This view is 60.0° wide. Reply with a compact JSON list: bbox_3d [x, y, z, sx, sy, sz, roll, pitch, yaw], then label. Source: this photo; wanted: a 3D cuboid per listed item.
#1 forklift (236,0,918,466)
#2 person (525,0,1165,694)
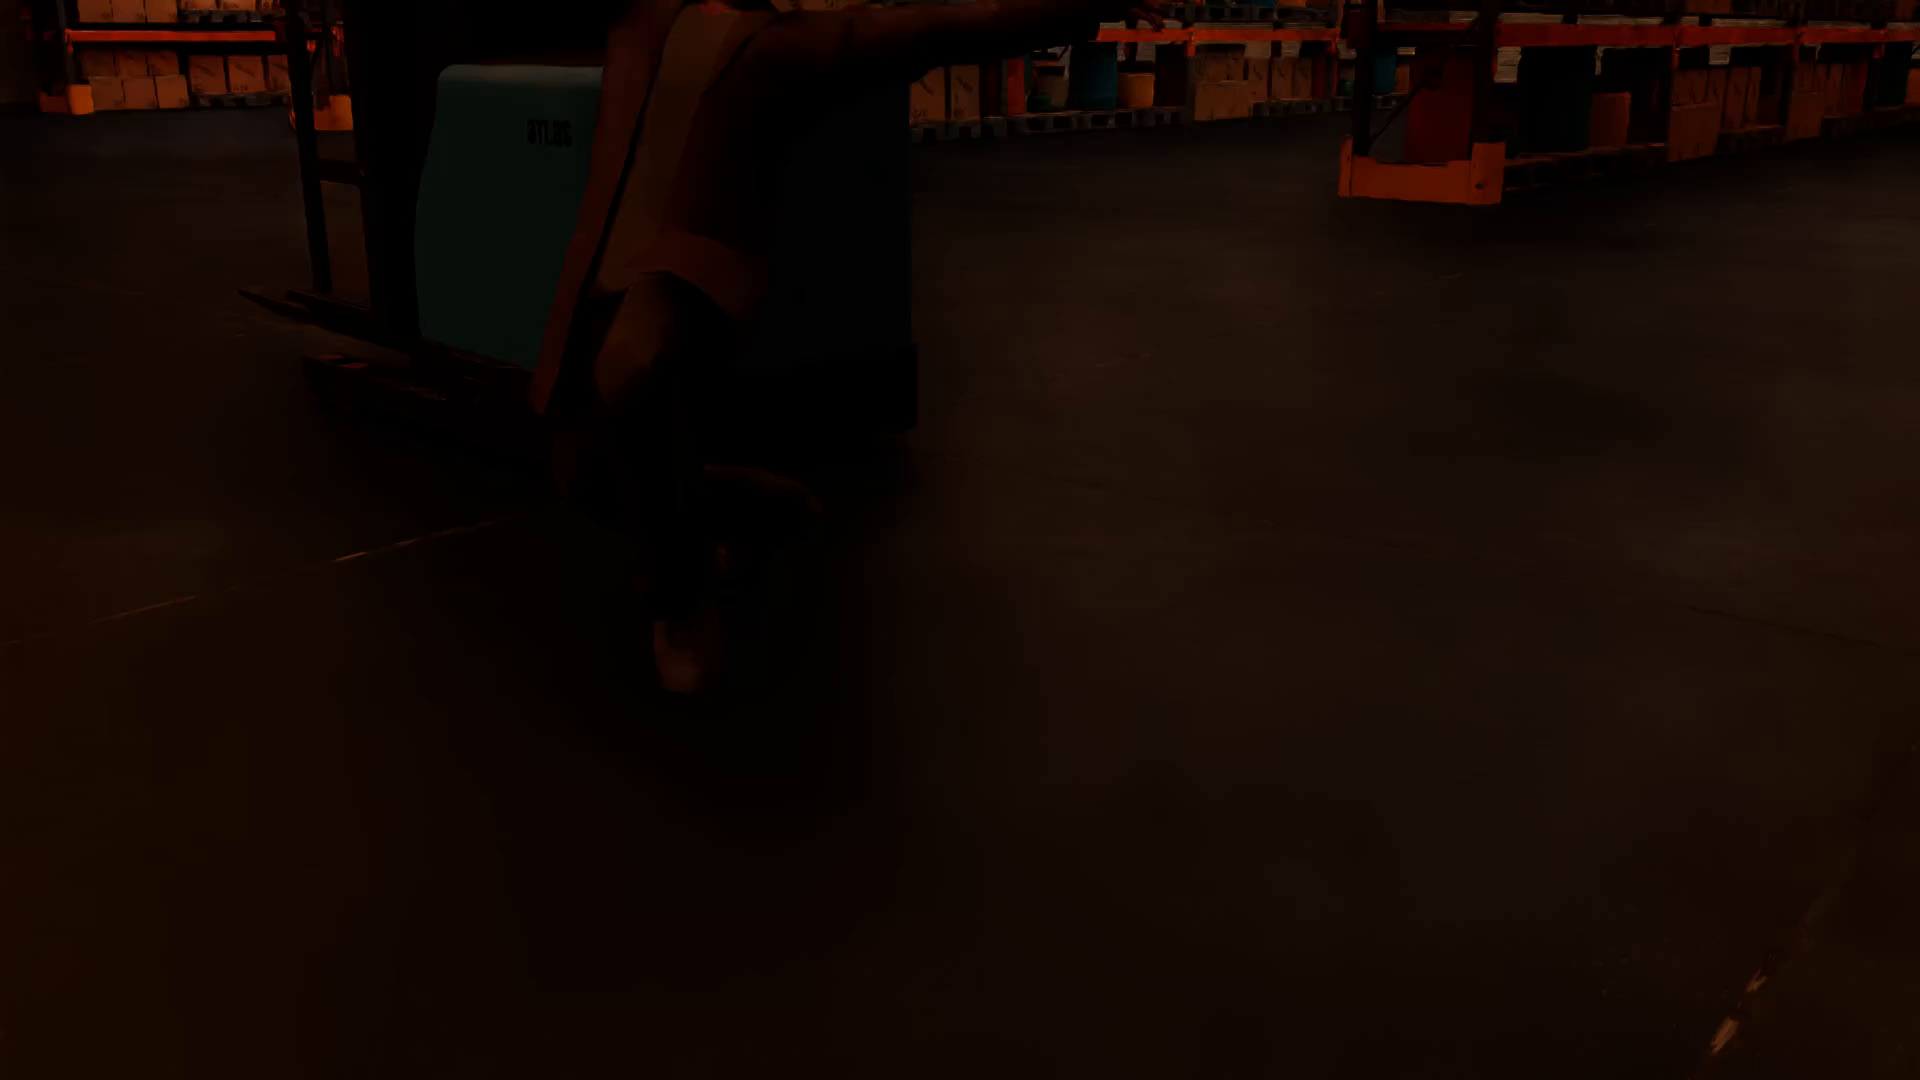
[{"bbox_3d":[-1.486,-1.889,5.117,1.130,2.935,3.031,-15,22,-40],"label":"forklift"},{"bbox_3d":[-0.289,-0.548,3.053,1.169,1.641,0.893,7,18,22],"label":"person"}]
